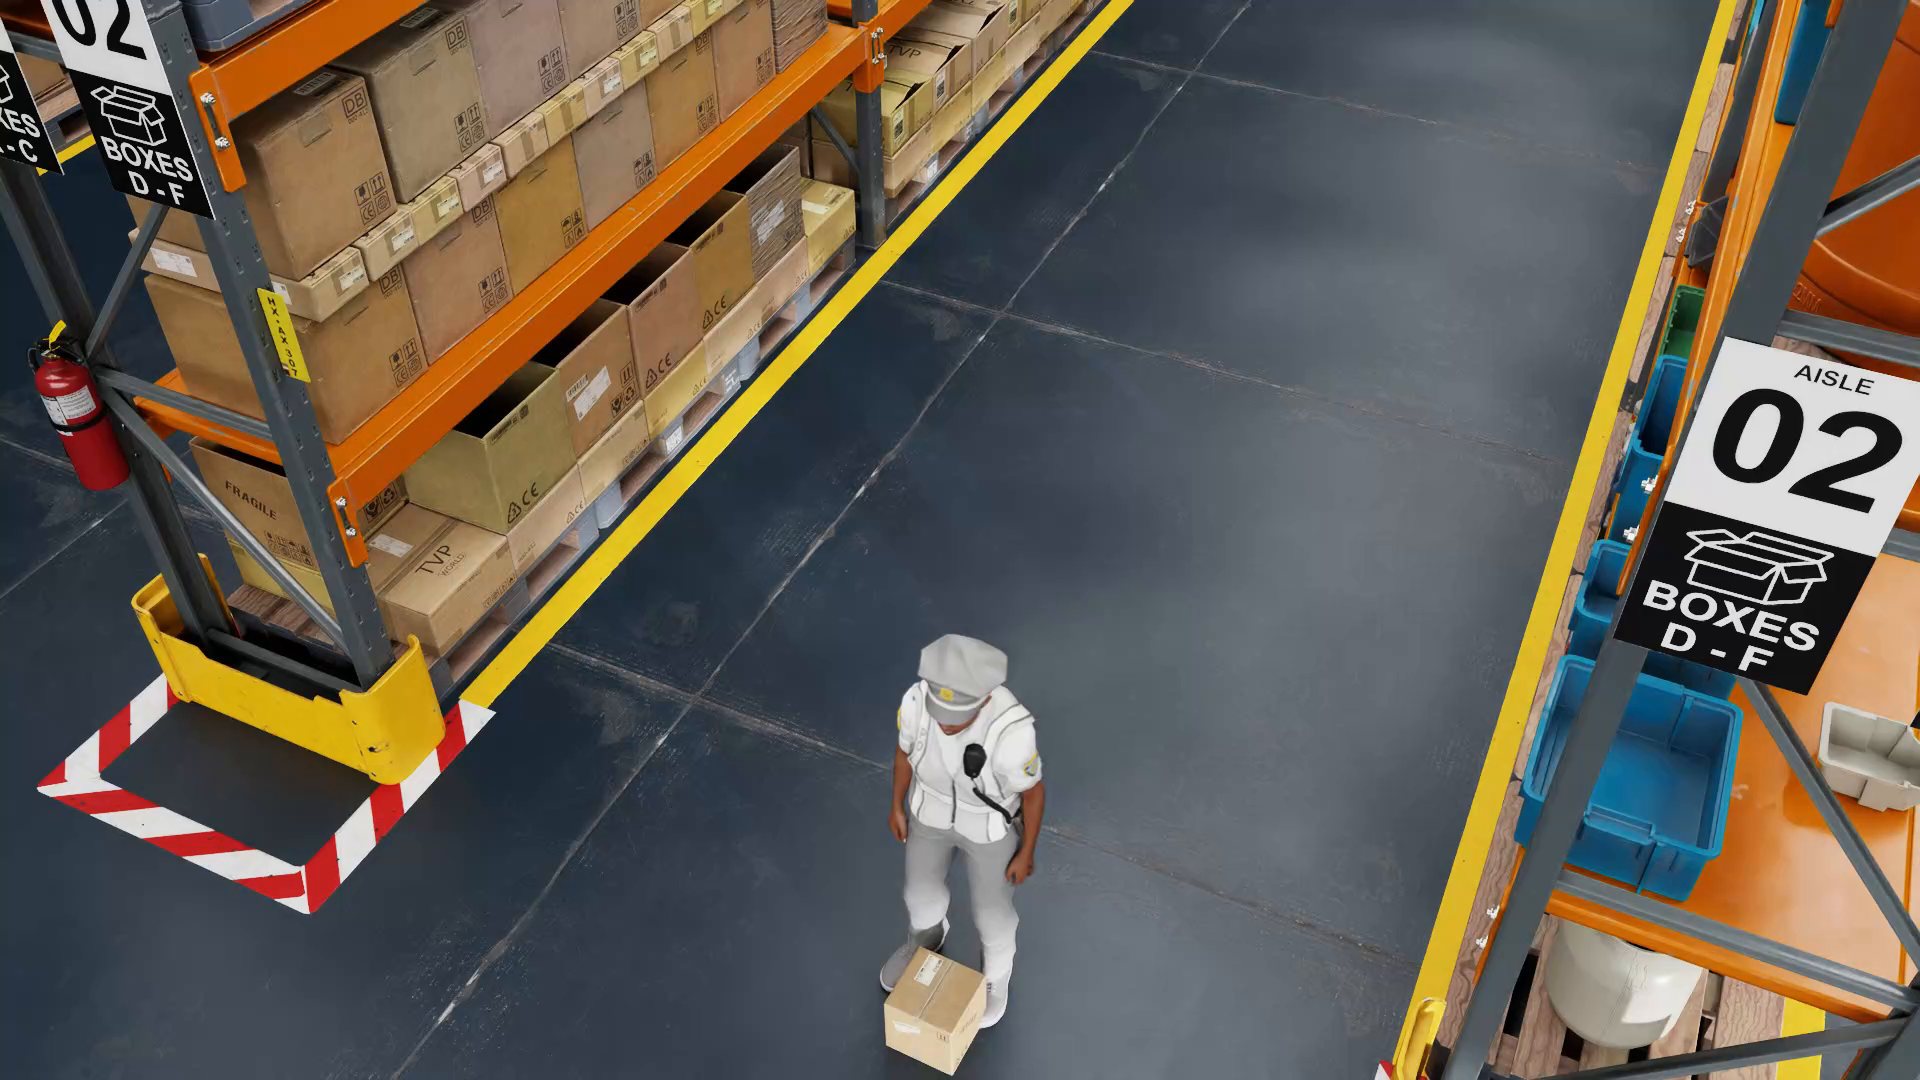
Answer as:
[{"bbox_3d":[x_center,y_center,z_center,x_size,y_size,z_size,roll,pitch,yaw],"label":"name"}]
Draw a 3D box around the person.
[{"bbox_3d":[0.005,0.891,5.181,0.512,1.657,0.399,17,45,18],"label":"person"}]
